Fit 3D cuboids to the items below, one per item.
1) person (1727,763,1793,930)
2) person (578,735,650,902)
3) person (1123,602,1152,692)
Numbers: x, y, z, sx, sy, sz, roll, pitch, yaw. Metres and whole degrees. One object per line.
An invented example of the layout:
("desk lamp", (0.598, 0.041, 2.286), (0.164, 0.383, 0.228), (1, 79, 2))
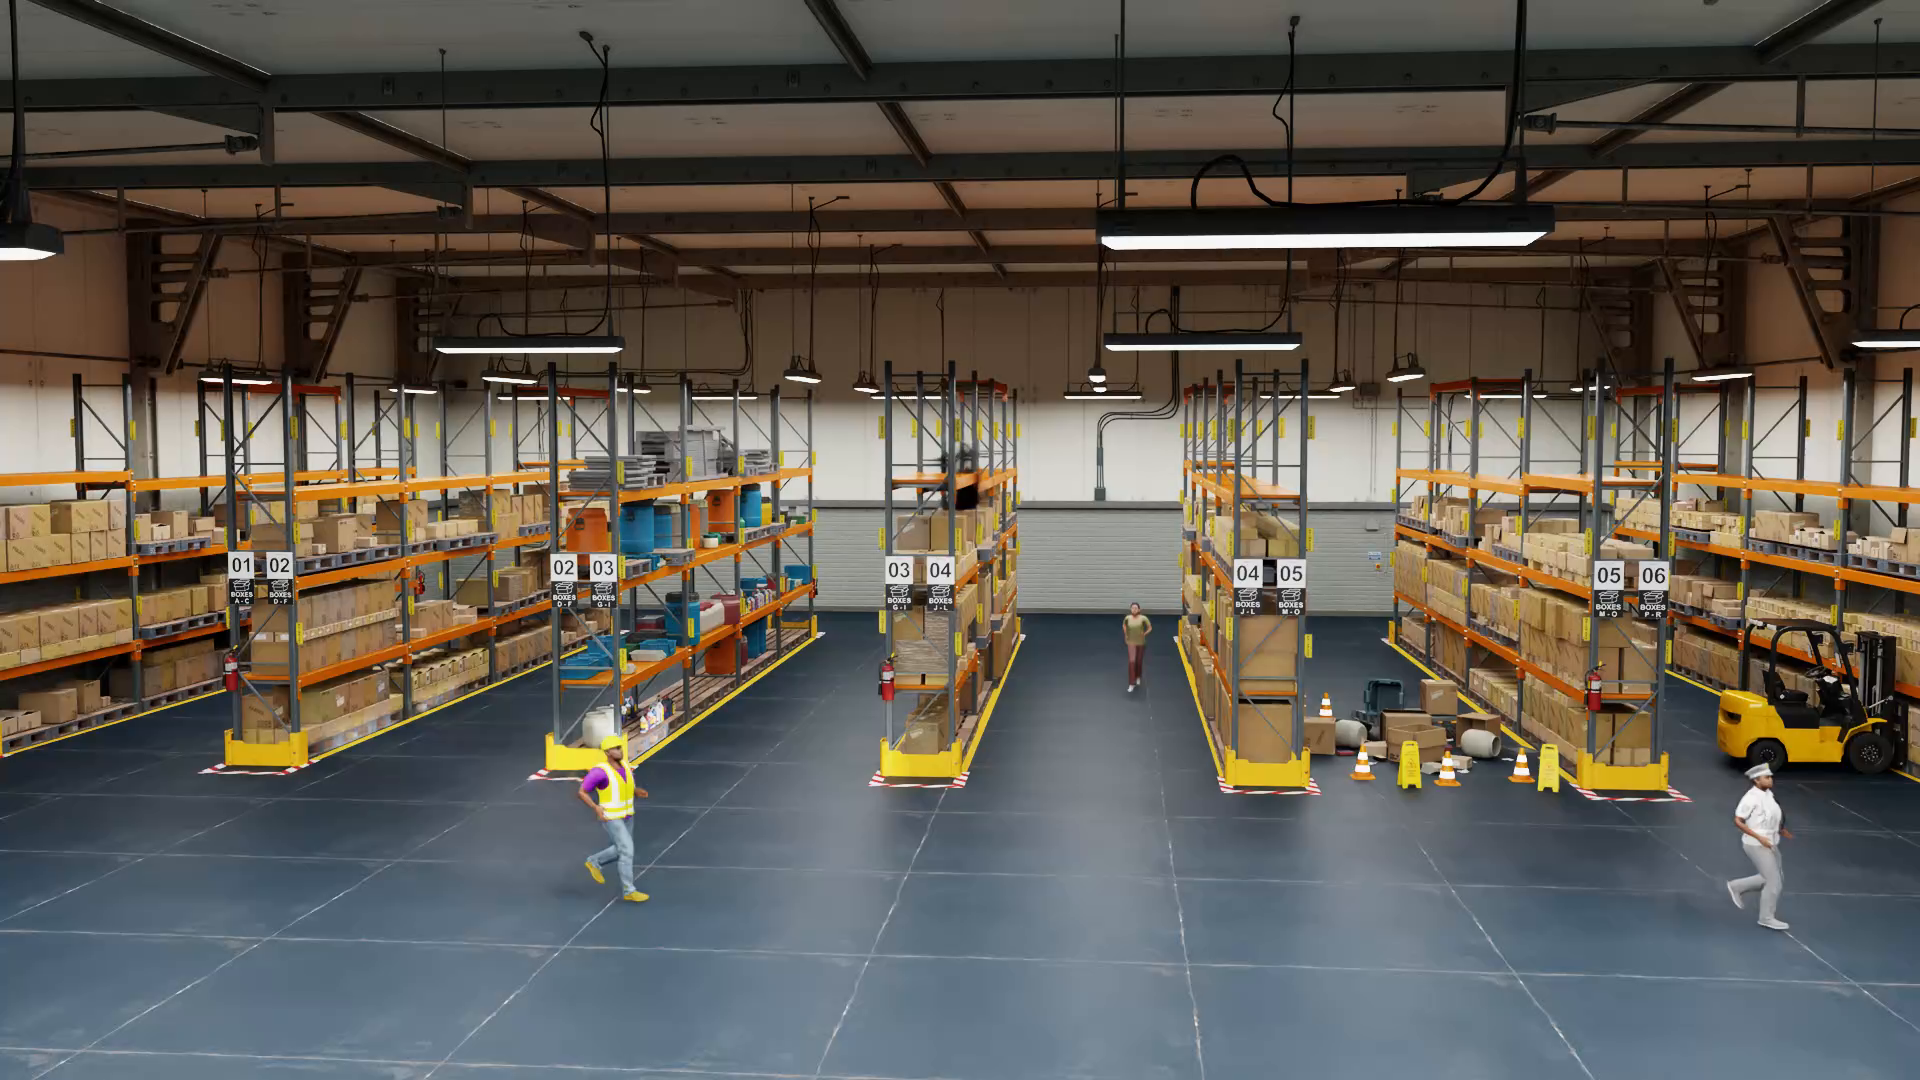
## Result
("person", (8.072, 3.065, 16.843), (0.579, 1.654, 0.678), (-3, 5, -39))
("person", (-3.695, 2.957, 17.782), (0.907, 1.745, 0.714), (2, 4, 25))
("person", (3.434, 2.048, 32.187), (0.572, 1.695, 0.840), (1, 4, 8))
